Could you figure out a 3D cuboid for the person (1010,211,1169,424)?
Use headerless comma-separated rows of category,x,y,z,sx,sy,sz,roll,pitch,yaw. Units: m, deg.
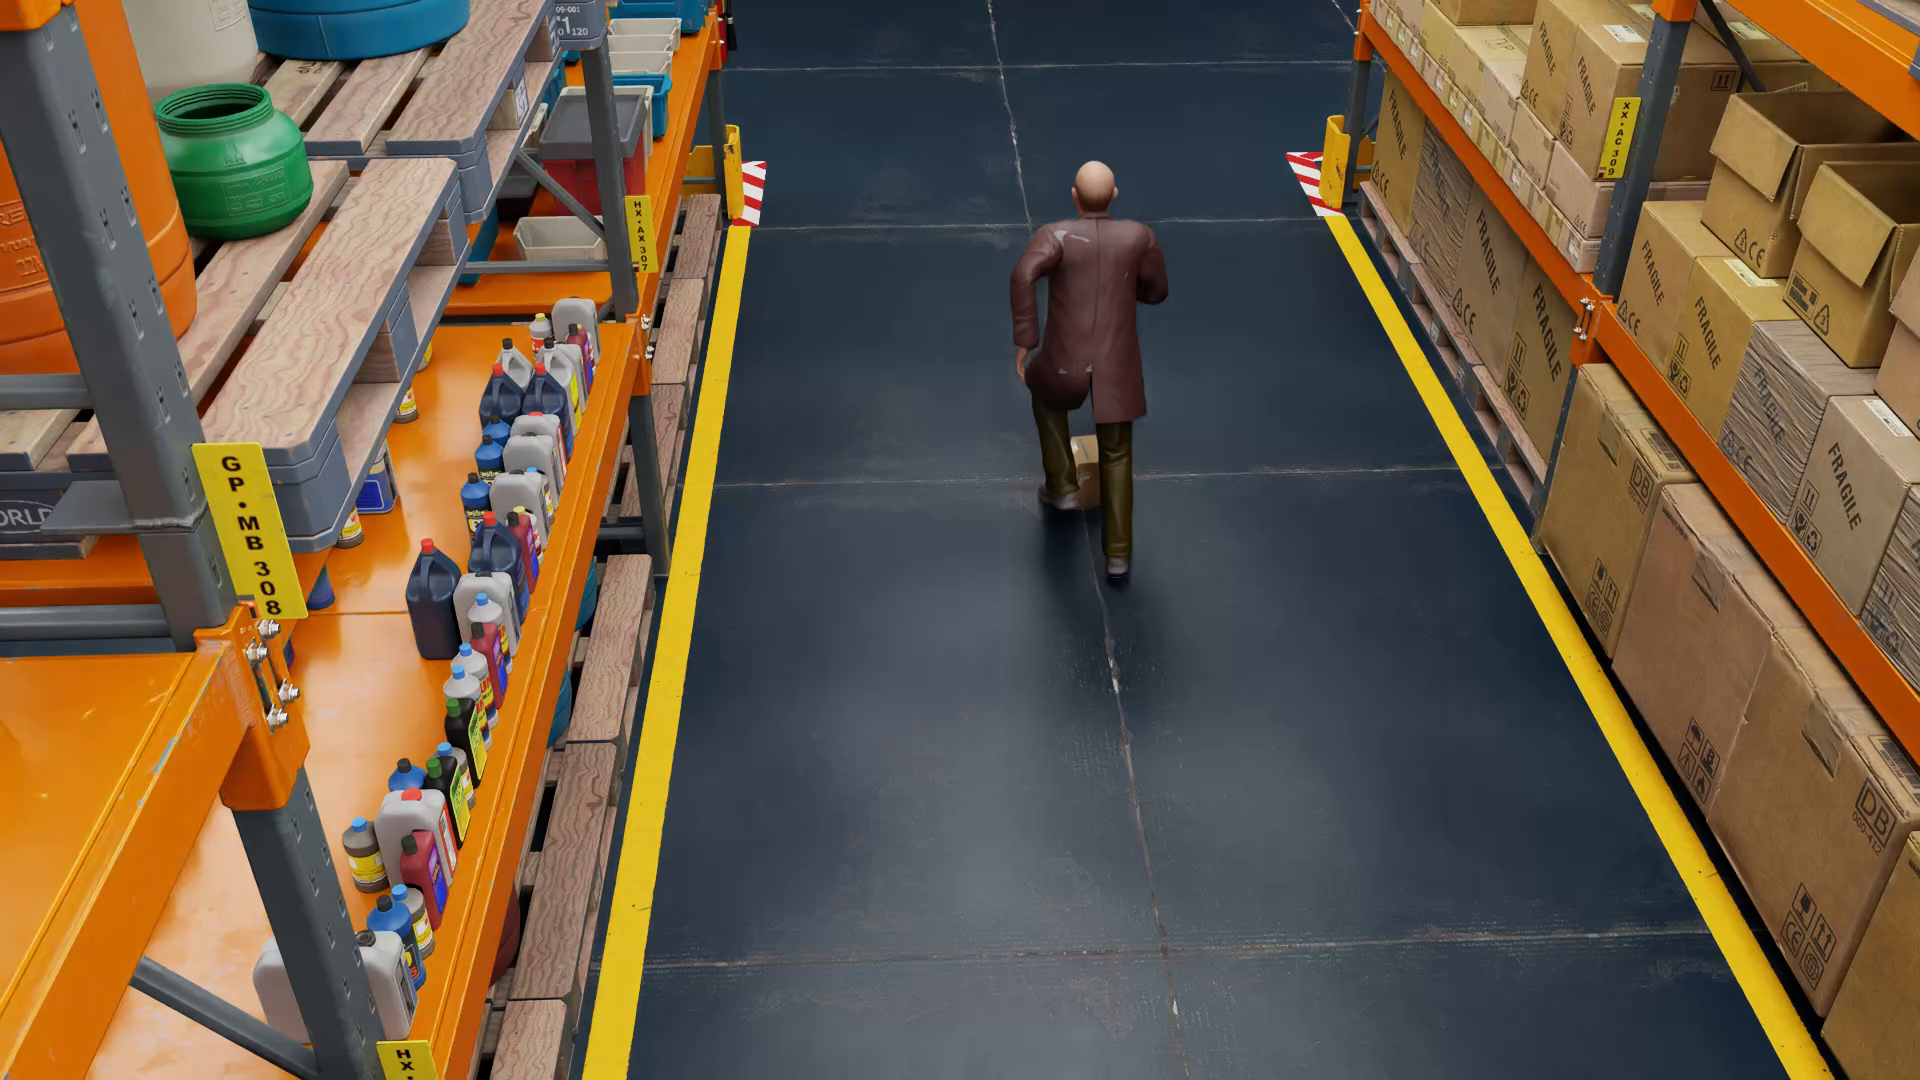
person,0.563,-0.974,7.263,0.700,0.938,0.648,1,35,1
